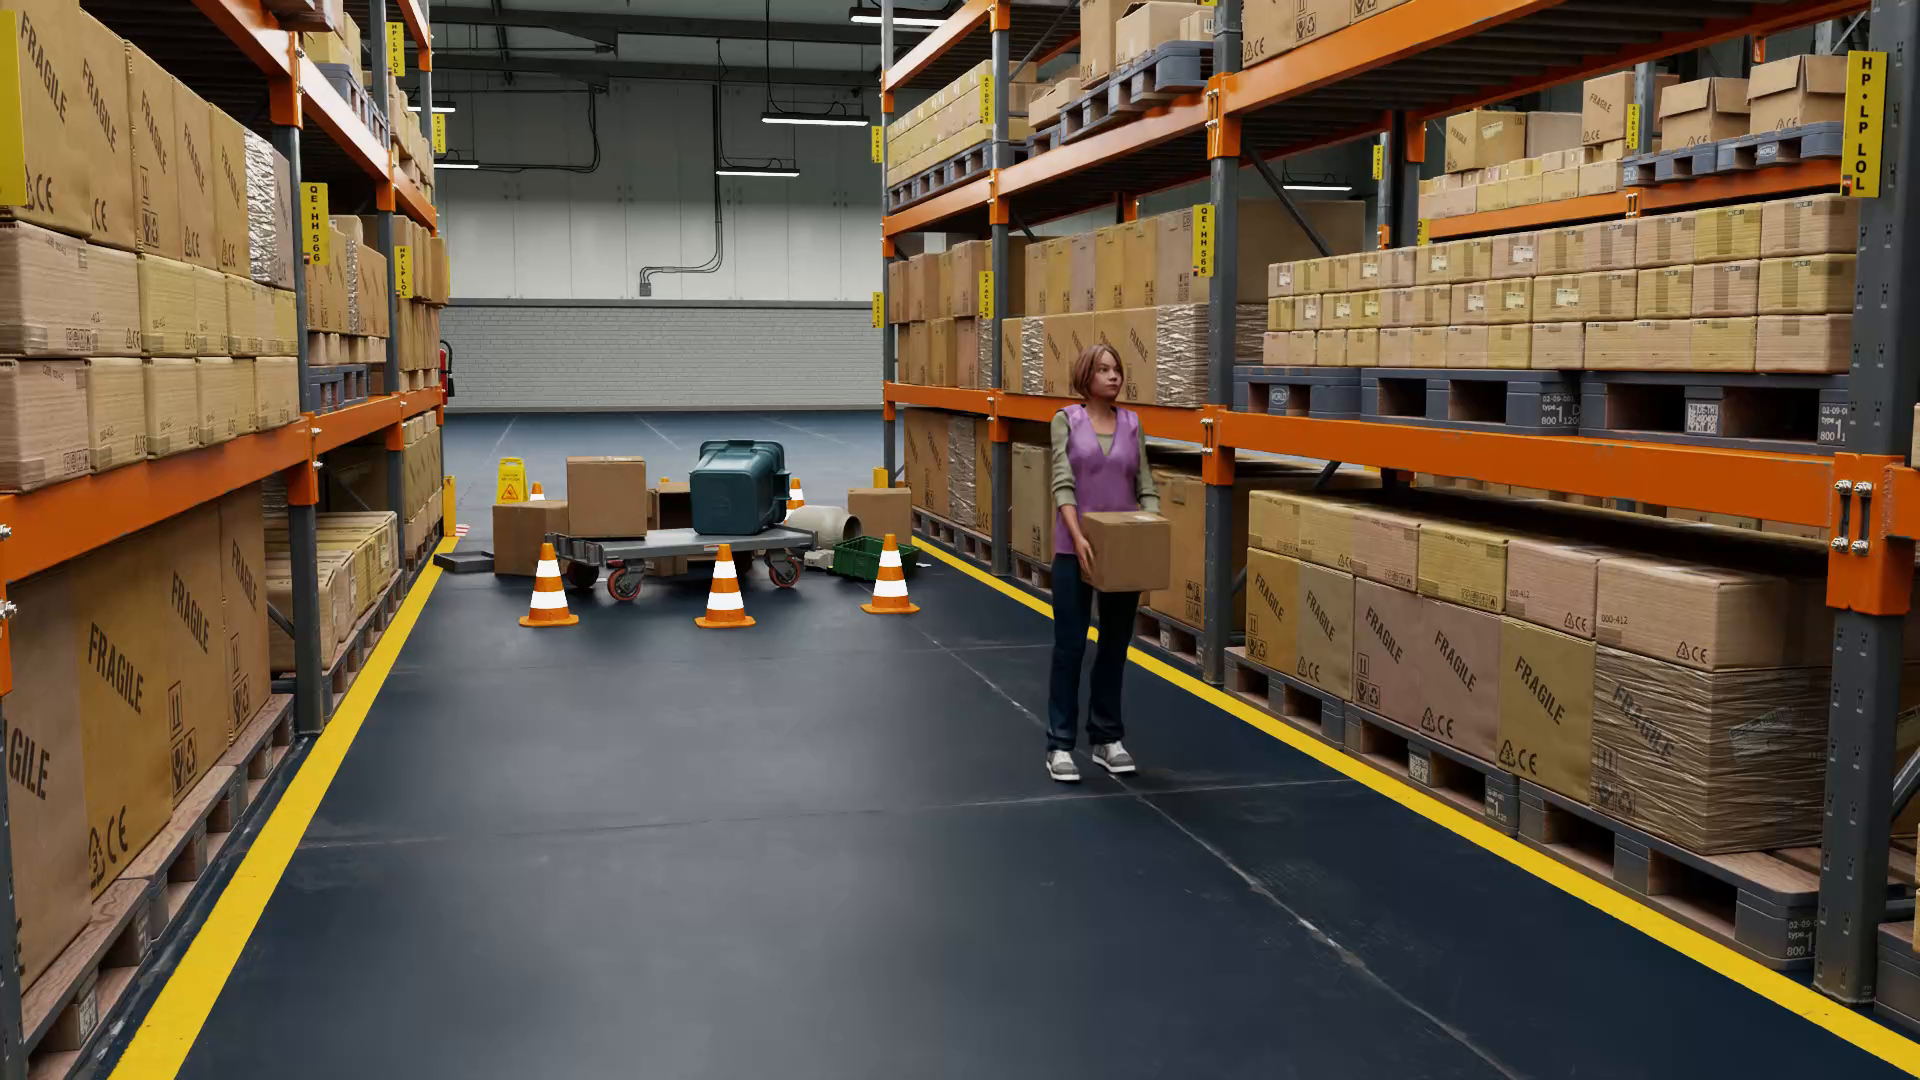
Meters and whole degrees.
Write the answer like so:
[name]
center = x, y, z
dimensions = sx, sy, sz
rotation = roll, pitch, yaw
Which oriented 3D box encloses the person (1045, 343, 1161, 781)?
[person]
center = 0.529, 0.073, 6.188
dimensions = 0.453, 1.601, 0.448
rotation = -2, 7, -15
